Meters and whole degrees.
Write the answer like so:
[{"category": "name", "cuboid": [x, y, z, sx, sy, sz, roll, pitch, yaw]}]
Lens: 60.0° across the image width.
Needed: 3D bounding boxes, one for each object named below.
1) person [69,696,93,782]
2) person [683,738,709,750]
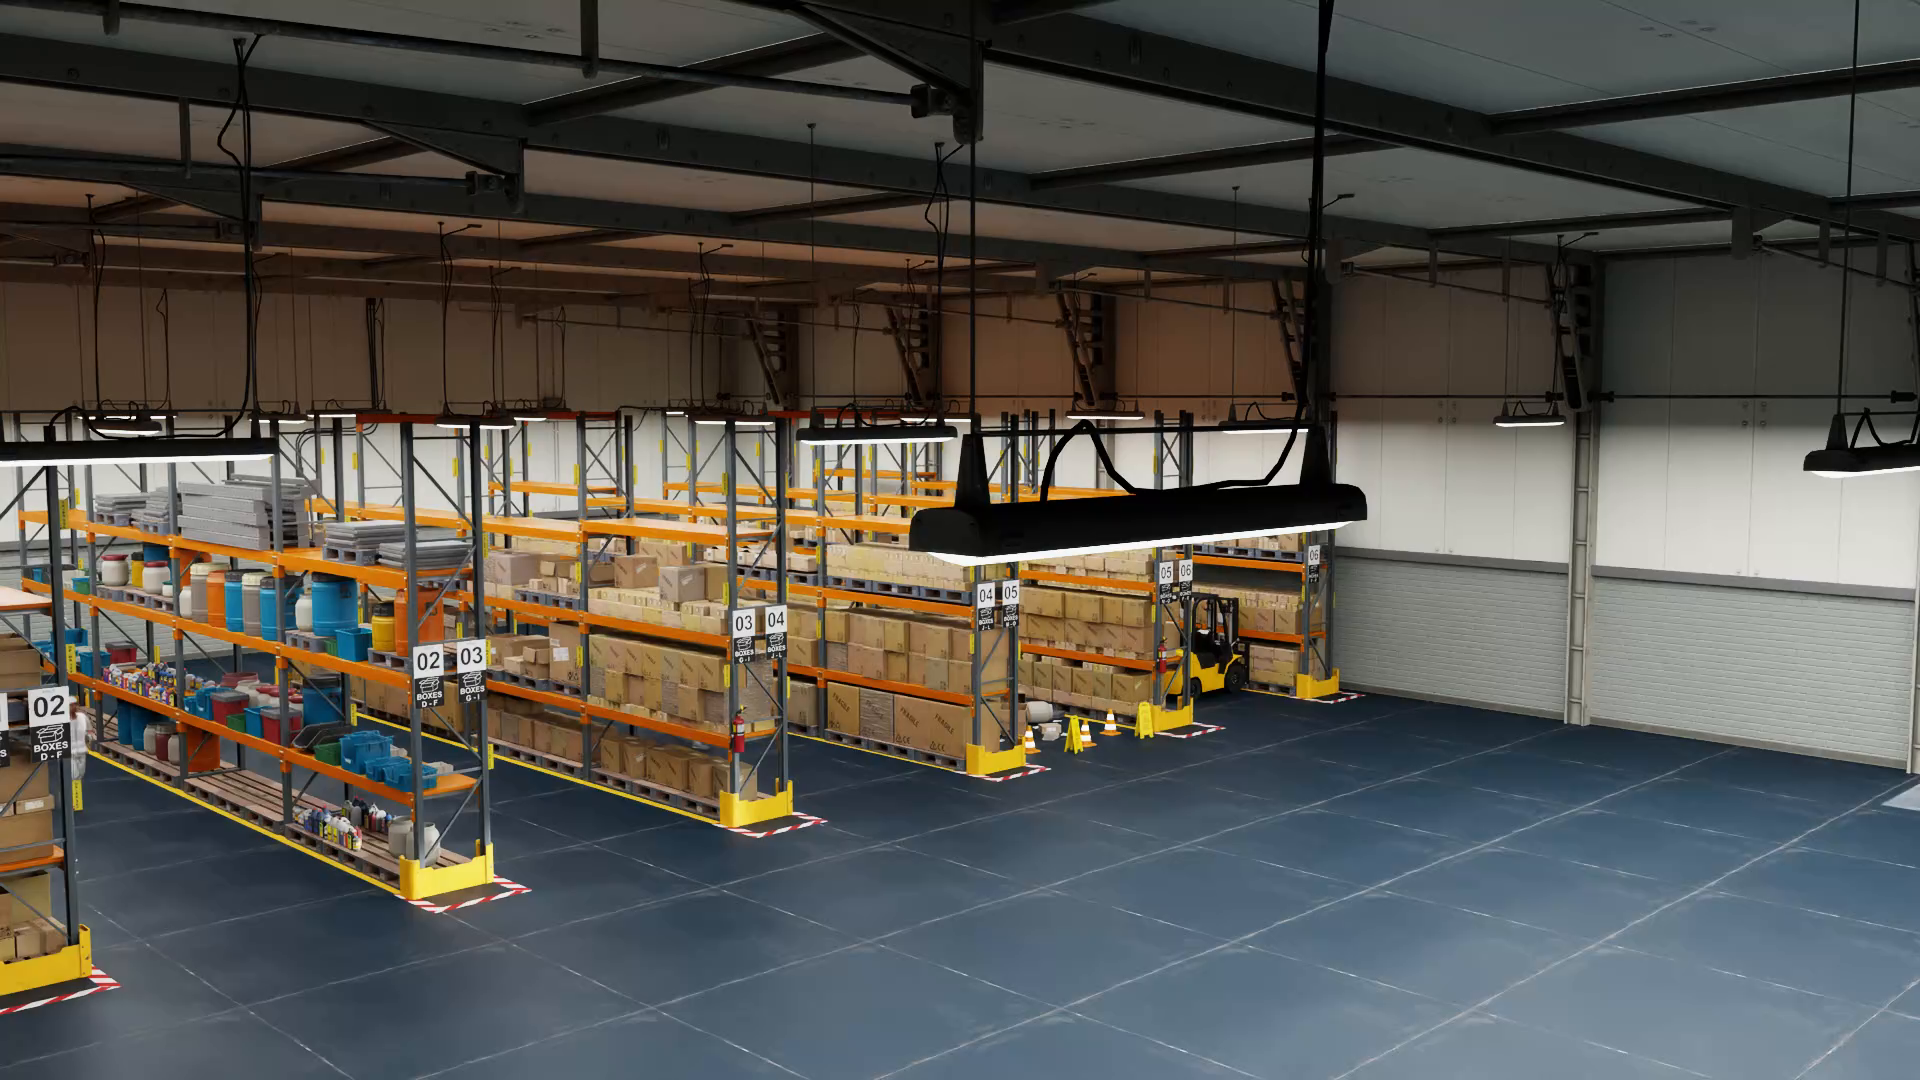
[{"category": "person", "cuboid": [-13.451, 3.256, 25.197, 0.710, 1.793, 0.675, 3, 6, 33]}, {"category": "person", "cuboid": [-4.592, 2.989, 29.659, 0.892, 1.560, 0.686, 1, 5, 16]}]
